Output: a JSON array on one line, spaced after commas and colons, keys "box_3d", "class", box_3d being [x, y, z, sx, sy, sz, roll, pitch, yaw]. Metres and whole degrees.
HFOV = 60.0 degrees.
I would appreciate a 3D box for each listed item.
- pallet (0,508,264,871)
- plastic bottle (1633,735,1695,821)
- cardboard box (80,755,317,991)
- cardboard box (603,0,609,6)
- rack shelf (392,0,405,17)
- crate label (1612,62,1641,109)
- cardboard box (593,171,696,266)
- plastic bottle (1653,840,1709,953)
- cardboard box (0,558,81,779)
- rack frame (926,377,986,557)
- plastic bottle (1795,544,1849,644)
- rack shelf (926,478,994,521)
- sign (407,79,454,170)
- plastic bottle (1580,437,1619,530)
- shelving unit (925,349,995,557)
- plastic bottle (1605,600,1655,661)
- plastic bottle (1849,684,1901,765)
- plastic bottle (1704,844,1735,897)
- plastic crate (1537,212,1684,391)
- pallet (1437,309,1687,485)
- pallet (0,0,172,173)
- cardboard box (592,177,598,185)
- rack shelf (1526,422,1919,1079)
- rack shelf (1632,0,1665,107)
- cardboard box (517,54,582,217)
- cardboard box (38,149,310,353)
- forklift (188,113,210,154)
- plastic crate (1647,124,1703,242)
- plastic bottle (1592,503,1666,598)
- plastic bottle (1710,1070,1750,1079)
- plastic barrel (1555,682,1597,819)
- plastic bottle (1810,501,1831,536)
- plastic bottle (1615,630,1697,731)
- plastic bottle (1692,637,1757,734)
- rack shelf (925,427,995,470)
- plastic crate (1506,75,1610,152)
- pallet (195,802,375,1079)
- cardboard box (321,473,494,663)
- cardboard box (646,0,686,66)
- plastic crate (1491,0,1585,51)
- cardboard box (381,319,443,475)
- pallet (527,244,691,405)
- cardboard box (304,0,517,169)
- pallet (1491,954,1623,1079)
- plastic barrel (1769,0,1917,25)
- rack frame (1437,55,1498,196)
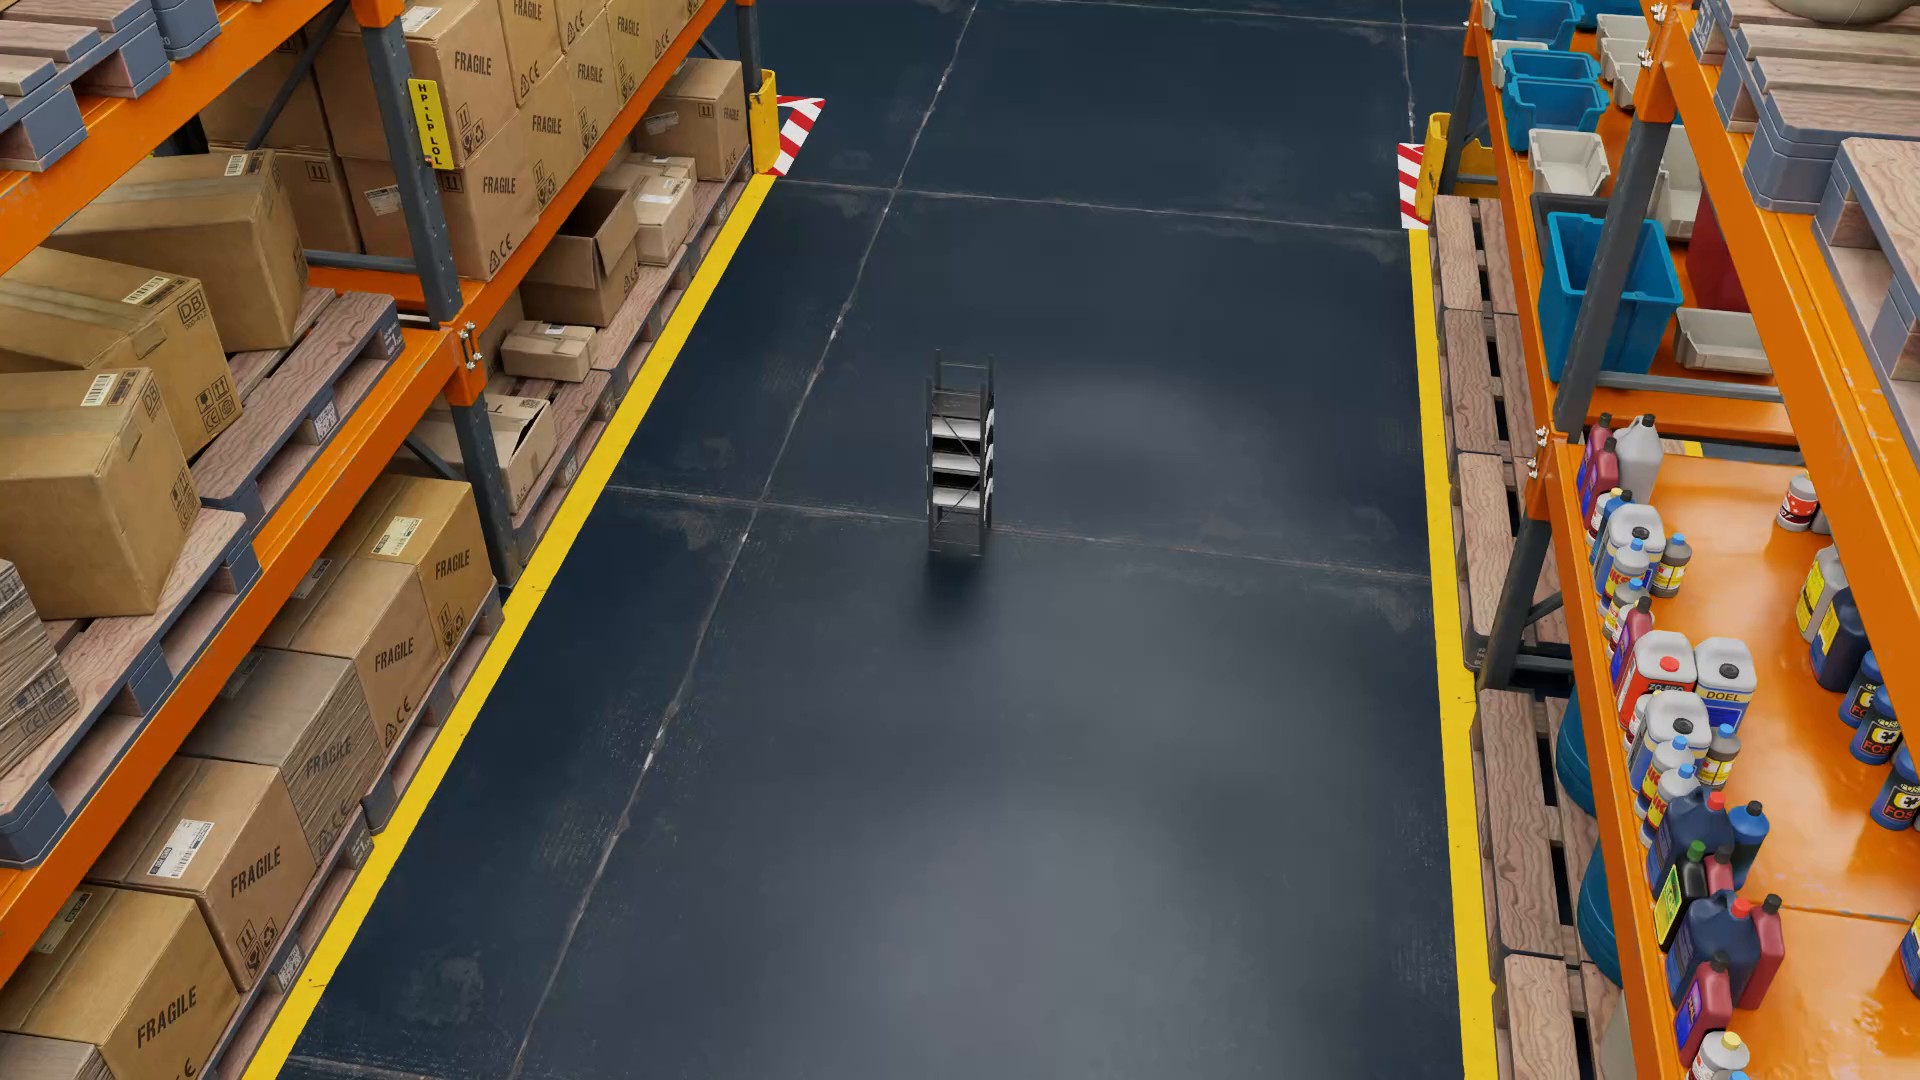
[{"box_3d": [-2.724, 0.326, 4.652, 1.003, 0.211, 1.213, 6, 40, 8], "class": "pallet"}, {"box_3d": [1.812, 0.606, 4.264, 0.097, 0.271, 0.097, 0, 40, 0], "class": "plastic bottle"}, {"box_3d": [-2.433, 1.041, 5.253, 0.500, 0.500, 0.500, 5, 40, 6], "class": "cardboard box"}, {"box_3d": [-1.738, -2.697, 7.294, 0.500, 0.500, 0.500, 8, 40, 9], "class": "cardboard box"}, {"box_3d": [-2.017, -3.171, 6.942, 1.077, 0.370, 4.000, 6, 40, 8], "class": "rack shelf"}, {"box_3d": [3.156, -2.031, 7.513, 0.396, 0.136, 0.243, 6, 40, 8], "class": "crate label"}, {"box_3d": [-1.717, -1.696, 8.760, 0.500, 0.250, 0.500, 6, 40, 8], "class": "cardboard box"}, {"box_3d": [1.725, 0.848, 3.961, 0.061, 0.283, 0.133, 6, 40, 8], "class": "plastic bottle"}, {"box_3d": [-2.711, 0.312, 4.111, 0.700, 0.500, 0.500, 14, 42, 16], "class": "cardboard box"}, {"box_3d": [-0.016, -0.288, 6.892, 0.240, 0.900, 0.006, 6, 40, 8], "class": "rack frame"}, {"box_3d": [2.536, 0.127, 4.781, 0.144, 0.351, 0.185, 6, 40, 8], "class": "plastic bottle"}, {"box_3d": [0.001, -0.187, 7.105, 0.258, 0.077, 0.200, 6, 40, 8], "class": "rack shelf"}, {"box_3d": [-1.816, -1.425, 5.710, 0.100, 0.325, 0.005, 6, 40, 8], "class": "sign"}, {"box_3d": [2.008, -0.177, 5.202, 0.061, 0.283, 0.133, 6, 40, 8], "class": "plastic bottle"}, {"box_3d": [0.001, -0.352, 6.969, 0.258, 0.900, 0.210, 6, 40, 8], "class": "shelving unit"}, {"box_3d": [1.915, 0.258, 4.740, 0.097, 0.201, 0.097, 0, 40, 0], "class": "plastic bottle"}, {"box_3d": [2.465, 0.472, 4.426, 0.097, 0.271, 0.097, 0, 40, 0], "class": "plastic bottle"}, {"box_3d": [1.785, 0.855, 3.953, 0.061, 0.283, 0.133, 6, 40, 8], "class": "plastic bottle"}, {"box_3d": [2.260, -0.836, 5.873, 0.392, 0.384, 0.575, 6, 40, 8], "class": "plastic crate"}, {"box_3d": [2.813, -0.648, 7.868, 1.003, 0.211, 1.213, 6, 40, 8], "class": "pallet"}, {"box_3d": [-2.722, -1.068, 3.981, 1.213, 0.211, 1.003, 6, 40, 8], "class": "pallet"}, {"box_3d": [-2.218, -1.720, 8.789, 0.500, 0.250, 0.500, 6, 40, 8], "class": "cardboard box"}, {"box_3d": [2.169, 1.044, 4.198, 1.077, 0.370, 4.000, 6, 40, 8], "class": "rack shelf"}, {"box_3d": [2.861, -2.623, 6.279, 1.077, 0.370, 4.000, 6, 40, 8], "class": "rack shelf"}, {"box_3d": [-1.921, -1.687, 6.858, 0.500, 0.500, 0.500, 7, 40, 8], "class": "cardboard box"}, {"box_3d": [-2.666, -0.965, 5.655, 0.700, 0.500, 0.500, -6, 40, -7], "class": "cardboard box"}, {"box_3d": [-4.487, -2.512, 7.989, 1.130, 2.935, 3.031, 9, 40, 10], "class": "forklift"}, {"box_3d": [2.960, -1.404, 6.640, 0.437, 0.282, 0.530, 6, 40, 8], "class": "plastic crate"}, {"box_3d": [1.996, 0.037, 4.948, 0.152, 0.276, 0.135, 6, 40, 8], "class": "plastic bottle"}, {"box_3d": [1.651, 1.215, 3.582, 0.097, 0.201, 0.097, 0, 40, 0], "class": "plastic bottle"}, {"box_3d": [2.404, 0.498, 5.611, 0.600, 0.901, 0.708, 6, 40, 8], "class": "plastic barrel"}, {"box_3d": [2.765, -0.158, 5.184, 0.152, 0.276, 0.135, 6, 40, 8], "class": "plastic bottle"}, {"box_3d": [1.899, 0.389, 4.523, 0.152, 0.276, 0.135, 6, 40, 8], "class": "plastic bottle"}, {"box_3d": [2.049, 0.405, 4.503, 0.152, 0.276, 0.135, 6, 40, 8], "class": "plastic bottle"}, {"box_3d": [0.001, -0.396, 6.933, 0.258, 0.077, 0.200, 6, 40, 8], "class": "rack shelf"}, {"box_3d": [2.560, -1.825, 7.187, 0.416, 0.233, 0.300, 6, 40, 8], "class": "plastic crate"}, {"box_3d": [-2.676, 1.320, 5.488, 1.003, 0.211, 1.213, 6, 40, 8], "class": "pallet"}, {"box_3d": [-2.166, 0.098, 6.394, 0.500, 0.500, 0.500, 6, 40, 7], "class": "cardboard box"}, {"box_3d": [-1.659, -2.637, 8.007, 0.500, 0.500, 0.500, 7, 40, 8], "class": "cardboard box"}, {"box_3d": [2.726, -2.426, 7.915, 0.416, 0.233, 0.300, 6, 40, 8], "class": "plastic crate"}, {"box_3d": [-2.544, -0.632, 7.277, 0.500, 0.500, 0.500, 6, 40, 8], "class": "cardboard box"}, {"box_3d": [-2.035, -1.161, 8.489, 1.003, 0.211, 1.213, 6, 40, 8], "class": "pallet"}, {"box_3d": [-2.005, -1.726, 6.120, 0.500, 0.500, 0.500, 7, 40, 9], "class": "cardboard box"}, {"box_3d": [2.131, 1.833, 4.867, 1.003, 0.211, 1.213, 6, 40, 8], "class": "pallet"}, {"box_3d": [2.177, -1.556, 3.988, 0.433, 0.535, 0.433, 0, 40, 0], "class": "plastic barrel"}, {"box_3d": [3.207, -2.999, 8.524, 1.000, 3.000, 0.127, 6, 40, 8], "class": "rack frame"}]
